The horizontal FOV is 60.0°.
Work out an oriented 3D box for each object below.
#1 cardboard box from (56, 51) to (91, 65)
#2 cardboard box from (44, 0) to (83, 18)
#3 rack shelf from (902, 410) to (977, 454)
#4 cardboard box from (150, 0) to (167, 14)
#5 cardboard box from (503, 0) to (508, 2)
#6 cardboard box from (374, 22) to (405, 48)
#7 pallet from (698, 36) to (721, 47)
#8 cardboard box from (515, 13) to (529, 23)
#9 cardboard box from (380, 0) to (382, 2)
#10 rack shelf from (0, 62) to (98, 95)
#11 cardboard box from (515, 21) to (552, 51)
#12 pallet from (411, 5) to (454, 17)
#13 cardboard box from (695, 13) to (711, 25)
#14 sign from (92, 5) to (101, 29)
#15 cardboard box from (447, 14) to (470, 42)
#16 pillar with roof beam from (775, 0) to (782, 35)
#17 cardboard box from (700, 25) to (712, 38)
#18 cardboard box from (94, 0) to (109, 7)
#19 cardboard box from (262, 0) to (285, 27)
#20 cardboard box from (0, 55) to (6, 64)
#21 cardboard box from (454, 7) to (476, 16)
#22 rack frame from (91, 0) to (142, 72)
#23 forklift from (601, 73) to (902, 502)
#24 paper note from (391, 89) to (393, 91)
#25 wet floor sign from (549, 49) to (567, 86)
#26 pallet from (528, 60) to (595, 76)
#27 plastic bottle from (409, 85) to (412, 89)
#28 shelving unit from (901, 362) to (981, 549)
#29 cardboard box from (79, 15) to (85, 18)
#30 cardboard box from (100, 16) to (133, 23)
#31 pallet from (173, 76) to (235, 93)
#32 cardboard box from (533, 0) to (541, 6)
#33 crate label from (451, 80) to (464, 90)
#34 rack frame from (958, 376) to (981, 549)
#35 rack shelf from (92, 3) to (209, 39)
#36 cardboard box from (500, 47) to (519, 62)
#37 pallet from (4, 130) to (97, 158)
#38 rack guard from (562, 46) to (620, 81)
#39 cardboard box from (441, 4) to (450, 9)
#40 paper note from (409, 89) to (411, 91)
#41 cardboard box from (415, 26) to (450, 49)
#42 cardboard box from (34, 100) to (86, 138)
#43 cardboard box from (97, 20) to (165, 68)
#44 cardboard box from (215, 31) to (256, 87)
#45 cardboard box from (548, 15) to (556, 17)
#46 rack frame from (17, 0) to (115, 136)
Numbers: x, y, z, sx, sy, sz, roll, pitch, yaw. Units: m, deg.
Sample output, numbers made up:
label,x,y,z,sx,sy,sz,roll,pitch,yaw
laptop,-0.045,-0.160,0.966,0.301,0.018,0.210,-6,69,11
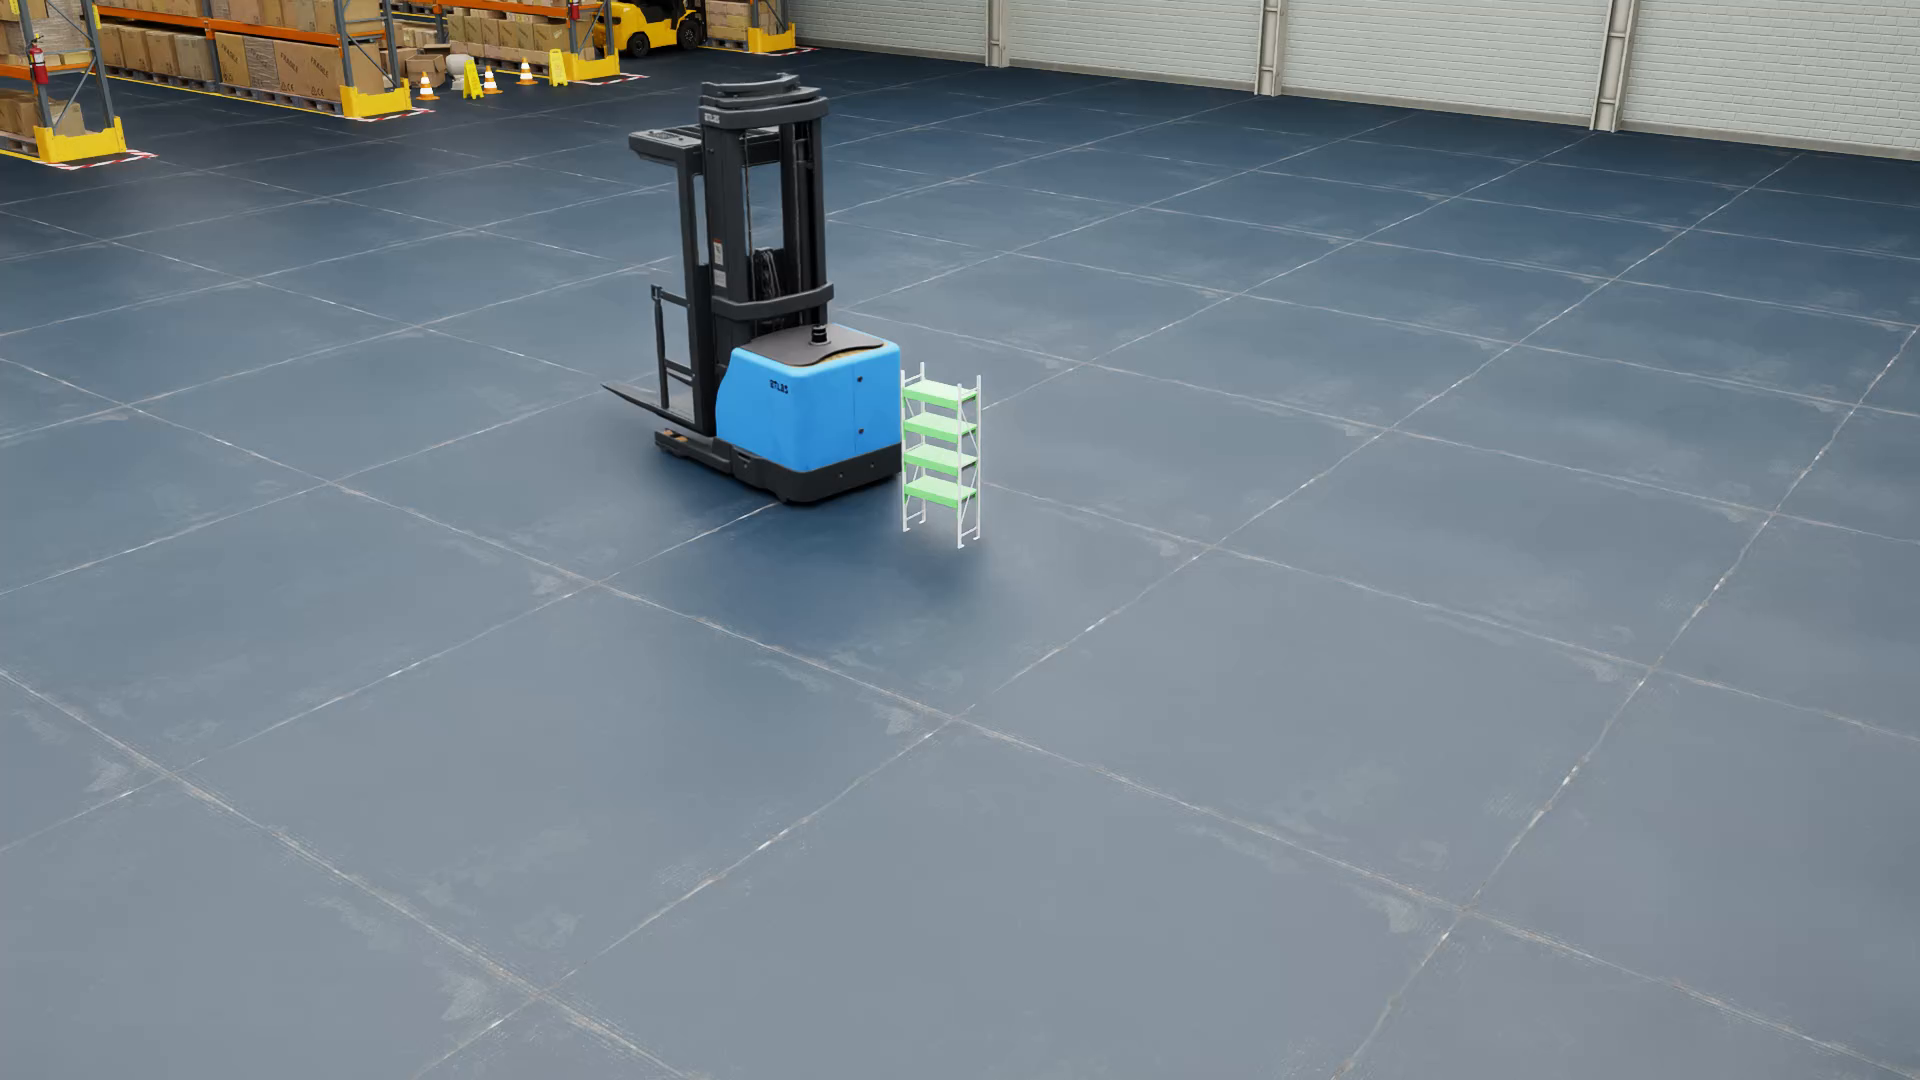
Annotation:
label,x,y,z,sx,sy,sz,roll,pitch,yaw
cardboard box,-13.032,-7.090,24.432,0.250,0.149,0.380,17,29,33
cardboard box,-13.223,-7.919,24.270,0.500,0.500,0.500,17,29,33
rack shelf,-0.132,-0.750,11.528,0.480,0.148,0.258,17,29,33
cardboard box,-14.478,-9.932,30.448,0.500,0.500,0.500,17,29,34
cardboard box,-8.642,-10.539,32.260,0.250,0.149,0.380,17,29,33
cardboard box,-11.247,-9.845,32.534,0.500,0.500,0.500,17,29,33
pallet,-5.638,-11.049,36.566,1.213,0.211,1.003,17,29,33
cardboard box,-8.334,-10.069,32.037,0.250,0.149,0.380,17,29,34
cardboard box,-14.539,-13.828,42.283,0.258,0.266,0.396,18,30,35
rack shelf,-14.547,-7.213,25.293,4.000,0.370,1.077,17,29,33
cardboard box,-8.220,-9.768,32.159,0.500,0.500,0.500,18,30,35
pallet,-12.958,-13.300,41.674,1.213,0.211,1.003,17,29,33
cardboard box,-5.427,-11.281,35.903,0.500,0.250,0.500,16,28,32
sign,-12.621,-7.630,24.274,0.005,0.325,0.100,17,29,33
cardboard box,-9.894,-10.271,33.300,0.500,0.500,0.500,18,30,36
pillar with roof beam,-6.628,-13.674,31.624,0.400,9.000,9.100,17,29,33
cardboard box,-5.382,-11.051,36.002,0.500,0.250,0.500,17,29,34
cardboard box,-16.095,-10.419,31.554,0.500,0.500,0.500,17,29,34
cardboard box,-11.490,-9.195,28.713,0.500,0.550,0.875,17,29,33
cardboard box,-13.920,-7.116,24.492,0.250,0.149,0.380,17,29,33
cardboard box,-9.830,-10.518,33.056,0.250,0.149,0.380,17,29,34
rack frame,-16.292,-10.569,32.018,0.127,3.000,1.000,17,29,33
forklift,-1.803,-2.123,12.933,1.130,2.935,3.031,-21,31,-39
paper note,-10.393,-8.235,30.427,0.032,0.001,0.123,-10,26,-21
wet floor sign,-7.493,-8.788,30.894,0.267,0.644,0.232,-15,28,-30
pallet,-7.693,-9.206,32.383,1.213,0.211,1.003,17,29,33
plastic bottle,-10.242,-8.334,30.590,0.283,0.061,0.133,7,25,15
shelving unit,-0.132,-0.589,11.599,0.503,1.200,0.258,17,29,33
cardboard box,-17.408,-10.160,32.739,0.500,0.250,0.500,17,29,34
cardboard box,-16.699,-10.206,32.842,0.500,0.250,0.500,15,28,31
pallet,-13.754,-8.488,30.753,1.213,0.211,1.003,17,29,33
cardboard box,-7.892,-10.257,31.621,0.250,0.149,0.380,16,29,32
crate label,-9.181,-8.364,30.563,0.298,0.136,0.250,3,24,6
rack frame,0.063,-0.530,11.465,0.015,1.200,0.240,17,29,33
rack shelf,-14.692,-9.756,31.065,4.000,0.370,1.077,17,29,33
cardboard box,-8.643,-9.551,32.597,0.500,0.250,0.500,16,28,31
pallet,-13.636,-6.009,25.126,1.213,0.211,1.003,17,29,33
rack guard,-7.064,-9.131,31.853,0.348,0.500,1.175,17,29,33
cardboard box,-12.550,-13.371,40.957,0.500,0.500,0.500,16,28,32
paper note,-10.094,-8.192,30.307,0.144,0.017,0.142,-15,28,-30
cardboard box,-10.625,-10.339,34.234,0.625,0.372,0.950,17,29,34
cardboard box,-13.436,-6.264,24.825,0.500,0.500,0.500,-20,31,-38
cardboard box,-15.859,-9.556,31.987,0.750,0.750,1.050,16,29,33
cardboard box,-12.630,-8.647,29.770,0.875,0.875,0.875,17,29,34
cardboard box,-9.412,-12.588,39.024,0.625,0.625,0.875,18,29,35
rack frame,-12.947,-7.059,24.051,0.127,3.000,1.000,17,29,33
